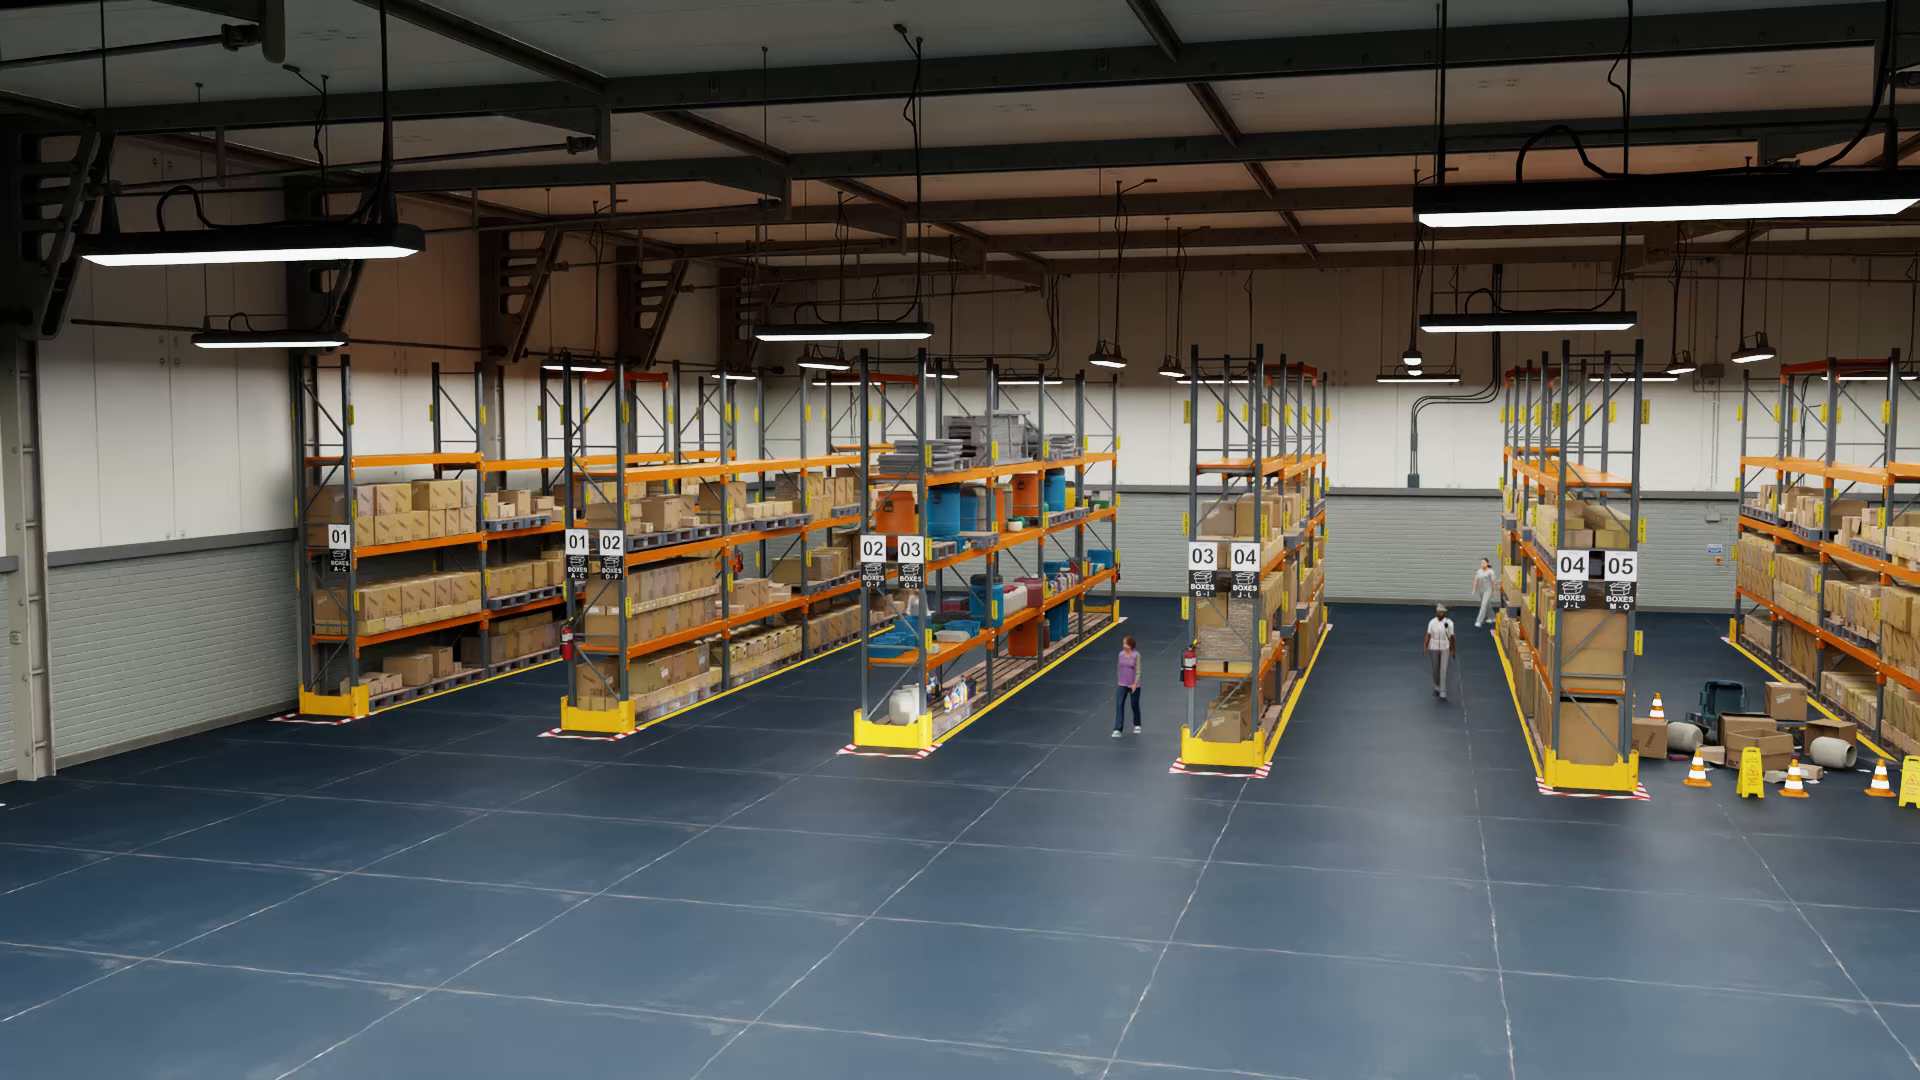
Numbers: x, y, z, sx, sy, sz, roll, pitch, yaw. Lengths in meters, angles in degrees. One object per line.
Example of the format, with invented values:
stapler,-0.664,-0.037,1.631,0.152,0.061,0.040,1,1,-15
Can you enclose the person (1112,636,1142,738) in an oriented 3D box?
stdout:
person,2.602,2.270,25.821,0.432,1.552,0.903,2,5,25

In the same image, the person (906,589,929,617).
person,-0.866,1.677,33.641,0.452,1.614,0.460,1,4,12

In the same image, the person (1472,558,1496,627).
person,12.430,1.228,39.395,1.098,1.581,0.469,-4,6,-40

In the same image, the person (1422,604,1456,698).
person,8.537,1.943,29.624,0.556,1.637,1.005,2,5,20
